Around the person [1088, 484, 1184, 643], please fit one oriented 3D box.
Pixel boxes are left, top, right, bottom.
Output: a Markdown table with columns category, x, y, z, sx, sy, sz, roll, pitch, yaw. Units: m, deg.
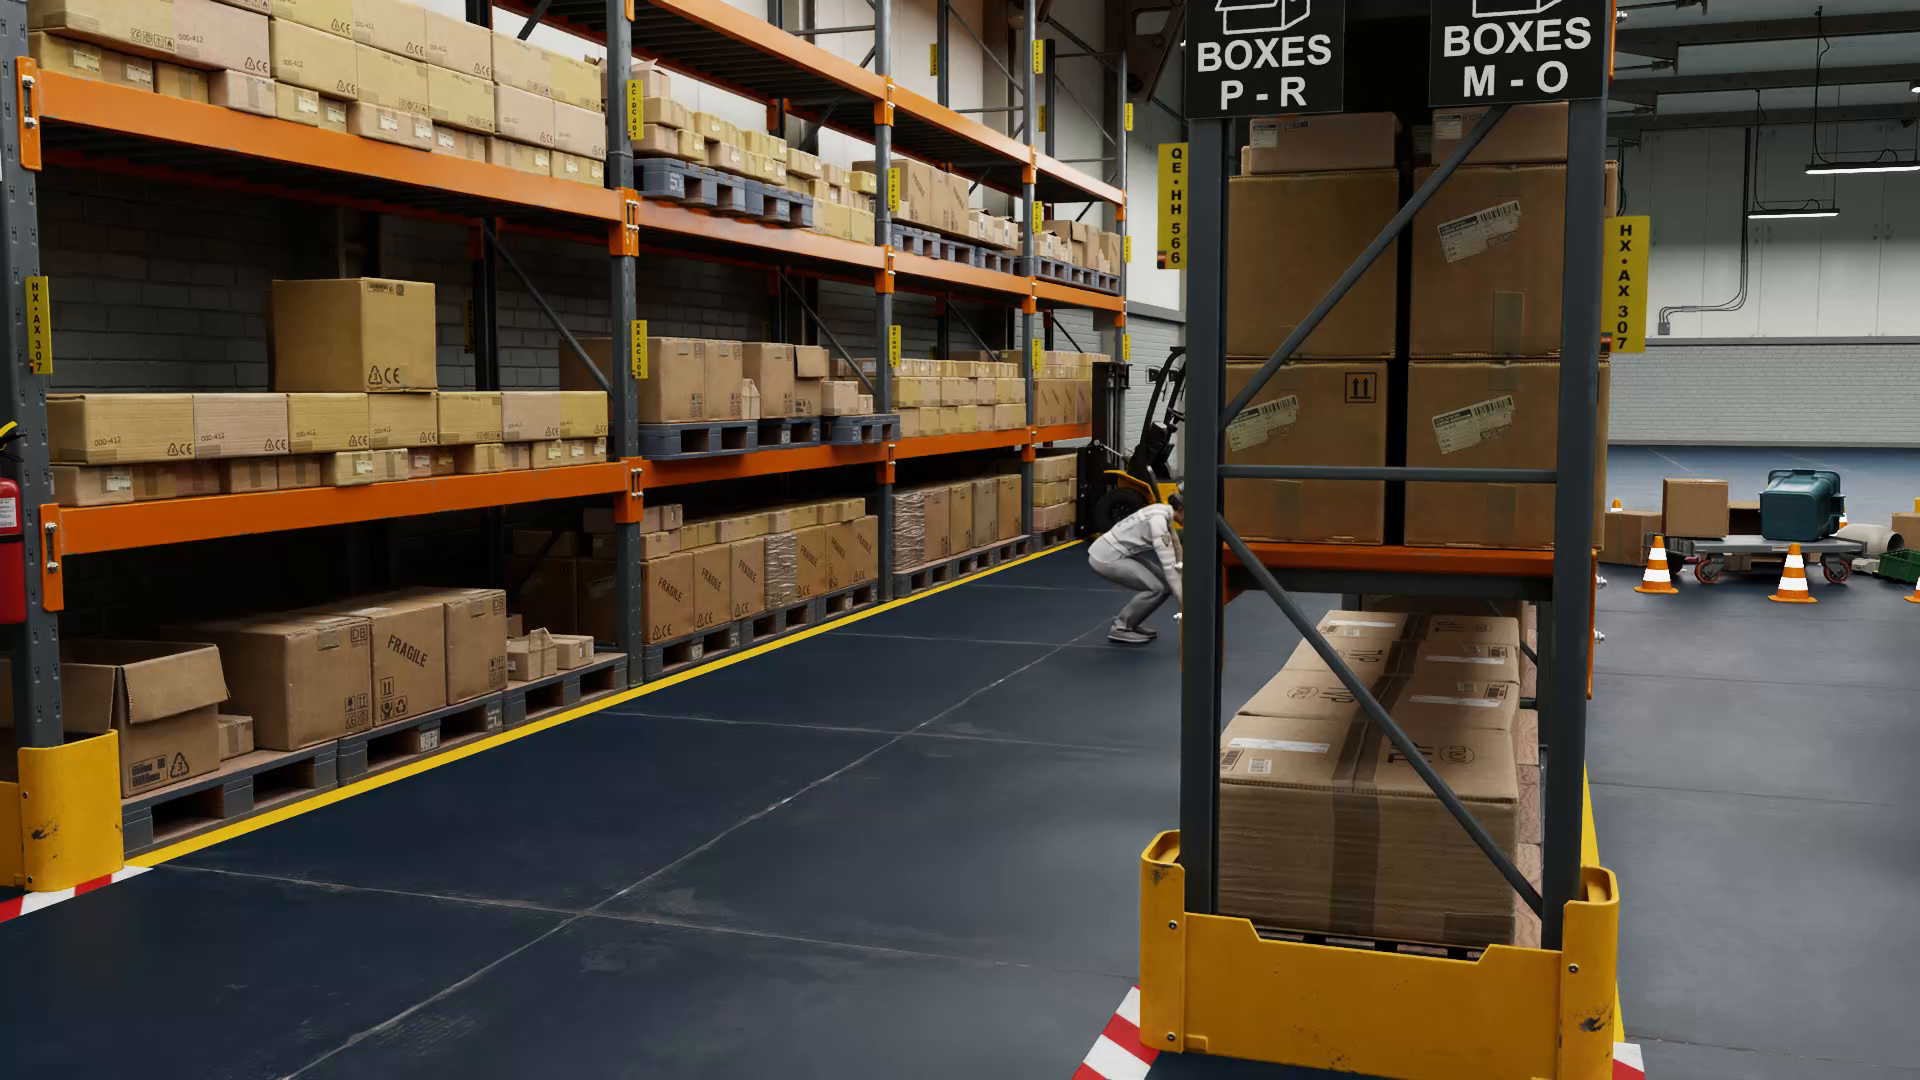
| category | x | y | z | sx | sy | sz | roll | pitch | yaw |
| --- | --- | --- | --- | --- | --- | --- | --- | --- | --- |
| person | 1.292 | 0.154 | 11.325 | 0.815 | 1.070 | 0.504 | 2 | 6 | 18 |
